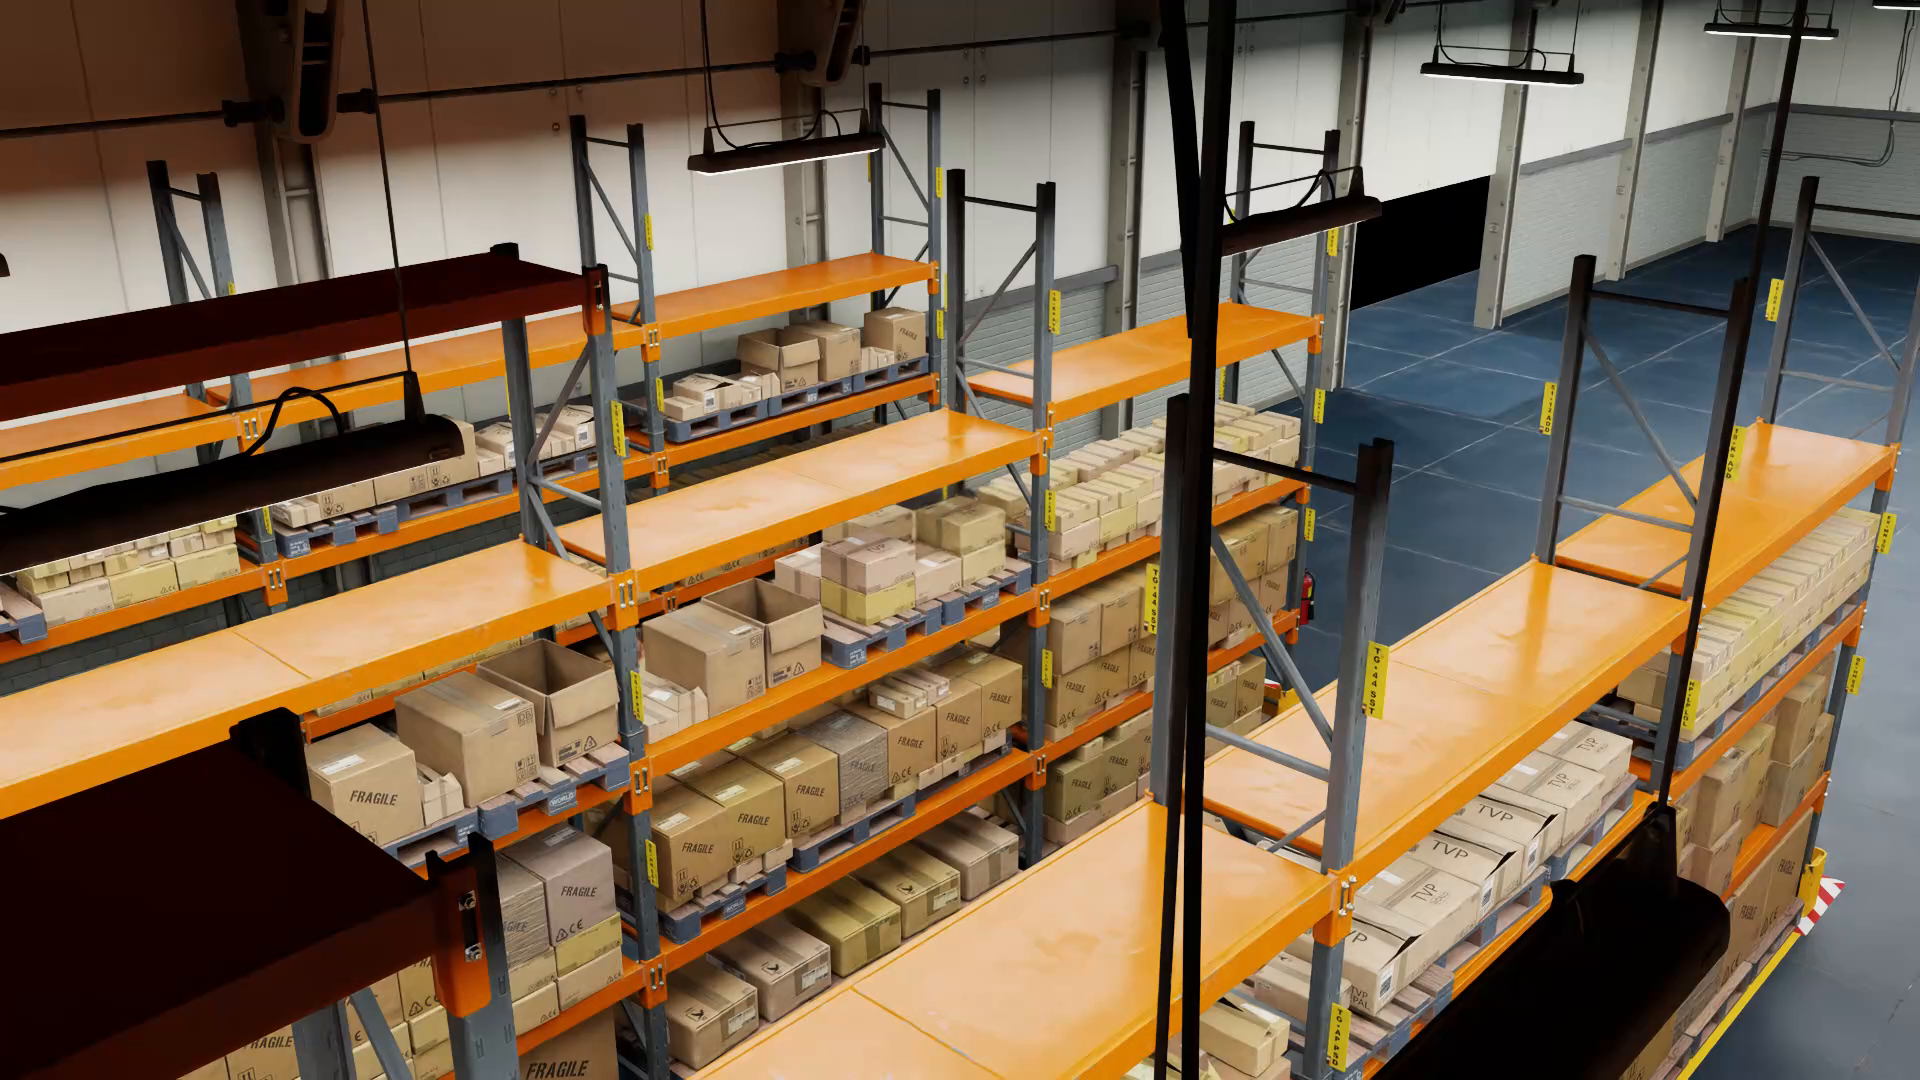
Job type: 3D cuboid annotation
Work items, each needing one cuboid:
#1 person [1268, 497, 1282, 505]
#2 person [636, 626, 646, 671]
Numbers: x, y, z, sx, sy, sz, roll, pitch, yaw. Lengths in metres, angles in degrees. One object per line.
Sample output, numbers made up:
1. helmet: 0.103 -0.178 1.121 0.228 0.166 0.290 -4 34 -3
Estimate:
1. person: 3.454 0.146 19.276 0.640 1.736 0.594 -12 24 -29
2. person: -2.923 1.517 15.896 0.525 1.621 0.610 9 23 22
